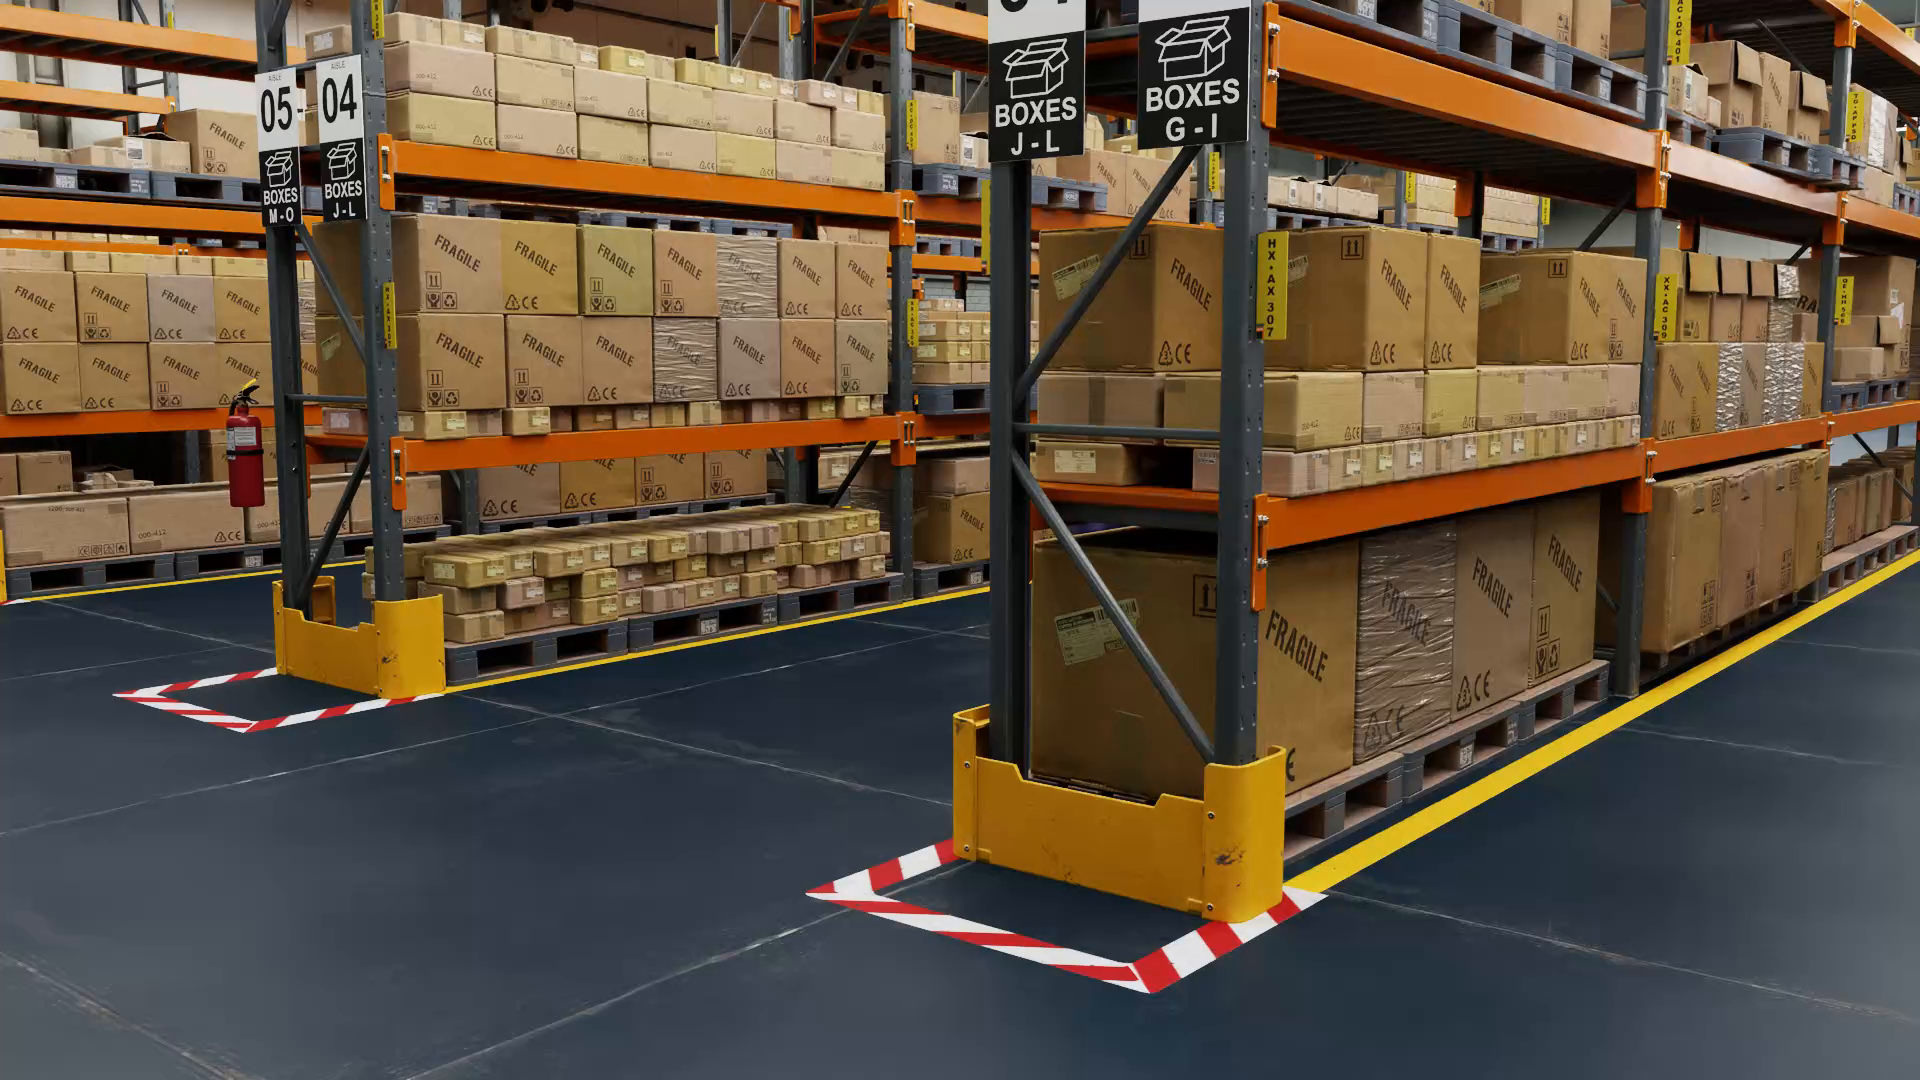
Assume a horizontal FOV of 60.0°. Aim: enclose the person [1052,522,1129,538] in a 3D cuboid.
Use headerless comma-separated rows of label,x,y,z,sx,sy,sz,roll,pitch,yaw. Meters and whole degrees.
person,0.714,-0.045,8.651,0.563,1.651,0.370,5,8,35
